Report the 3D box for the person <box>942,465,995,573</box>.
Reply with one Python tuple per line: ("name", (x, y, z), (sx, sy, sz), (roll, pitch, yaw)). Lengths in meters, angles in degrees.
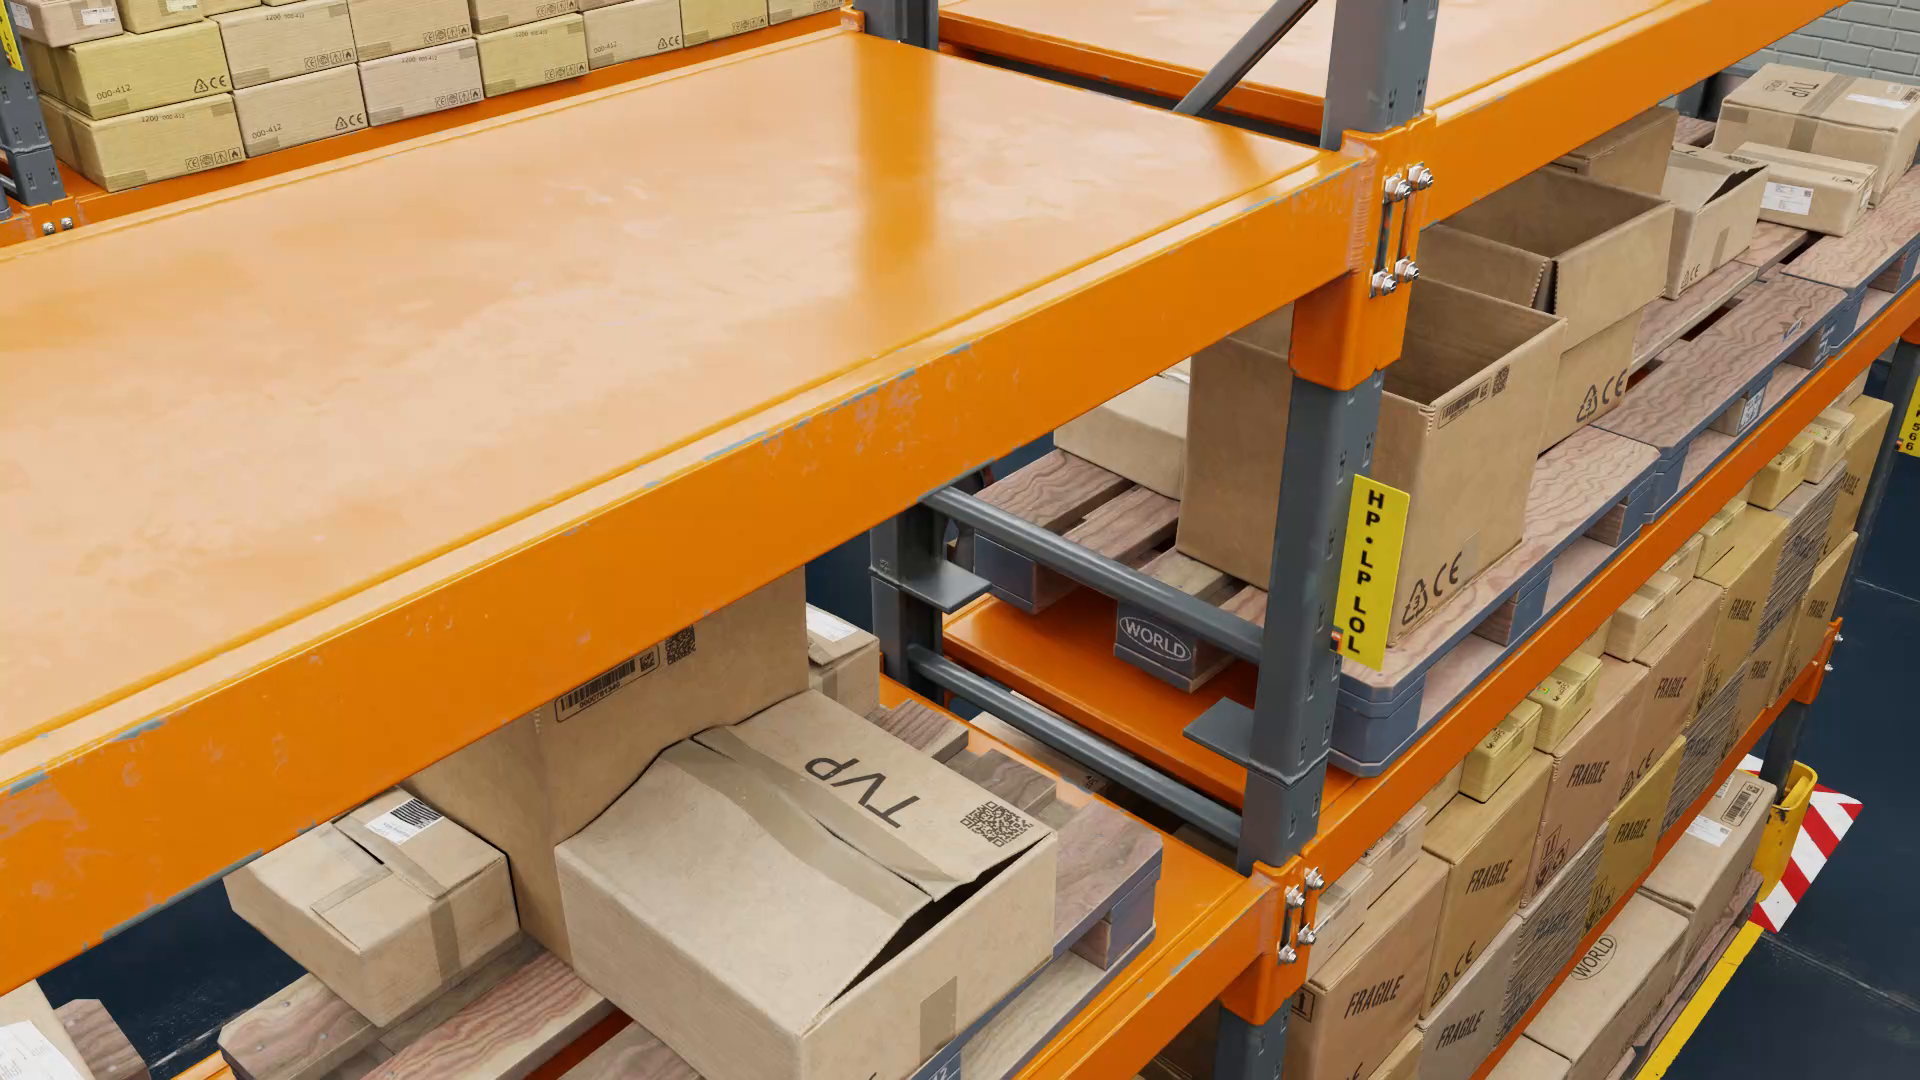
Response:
("person", (-0.047, -0.383, 8.263), (0.527, 1.655, 0.348), (24, 39, 33))
